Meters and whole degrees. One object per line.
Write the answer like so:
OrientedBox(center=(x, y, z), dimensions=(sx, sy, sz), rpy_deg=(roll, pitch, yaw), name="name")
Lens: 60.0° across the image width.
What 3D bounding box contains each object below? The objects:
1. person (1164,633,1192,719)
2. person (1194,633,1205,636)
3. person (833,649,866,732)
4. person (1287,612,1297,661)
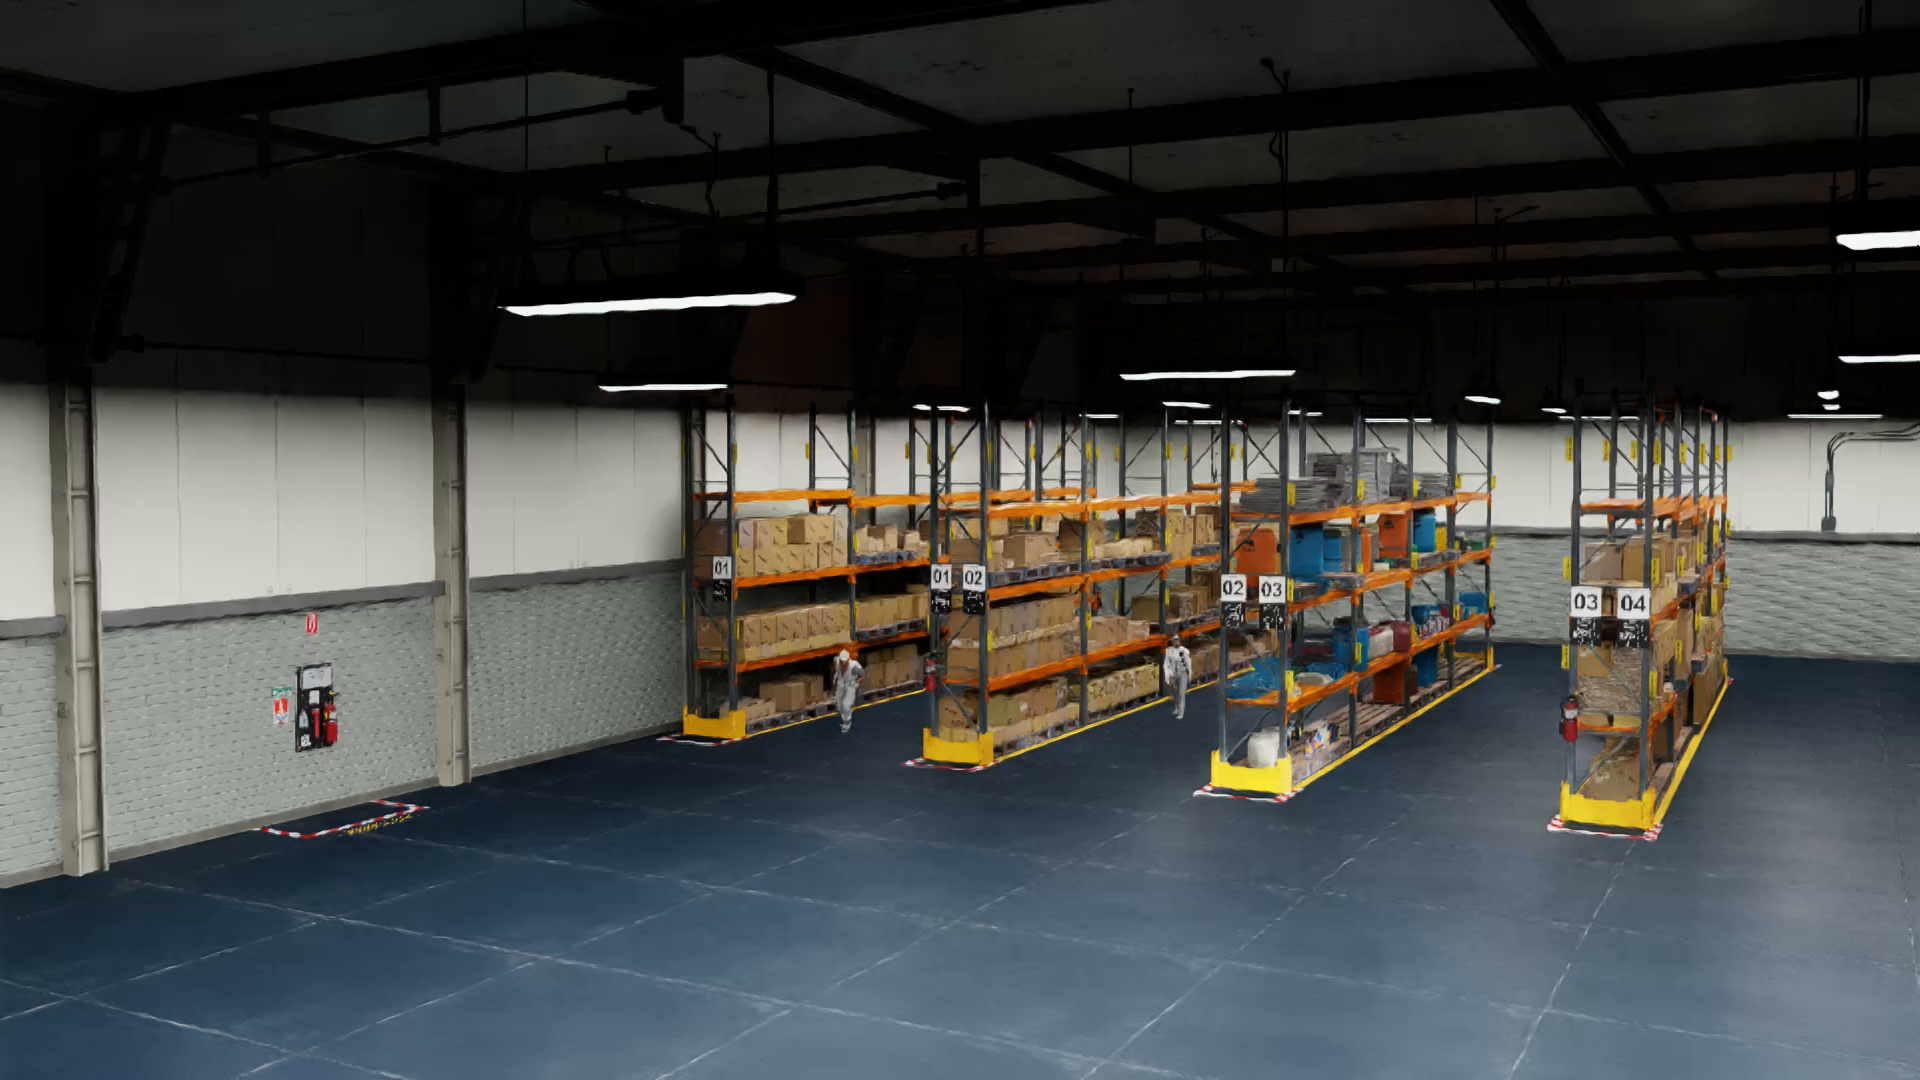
OrientedBox(center=(4.087, 2.531, 31.288), dimensions=(0.510, 1.604, 1.023), rpy_deg=(1, 3, 20), name="person")
OrientedBox(center=(6.438, 1.787, 45.427), dimensions=(0.482, 1.664, 0.499), rpy_deg=(-2, 4, -33), name="person")
OrientedBox(center=(-1.999, 2.685, 29.858), dimensions=(0.656, 1.527, 0.958), rpy_deg=(1, 3, 23), name="person")
OrientedBox(center=(7.262, 2.205, 36.482), dimensions=(0.540, 1.719, 0.709), rpy_deg=(1, 3, 12), name="person")
